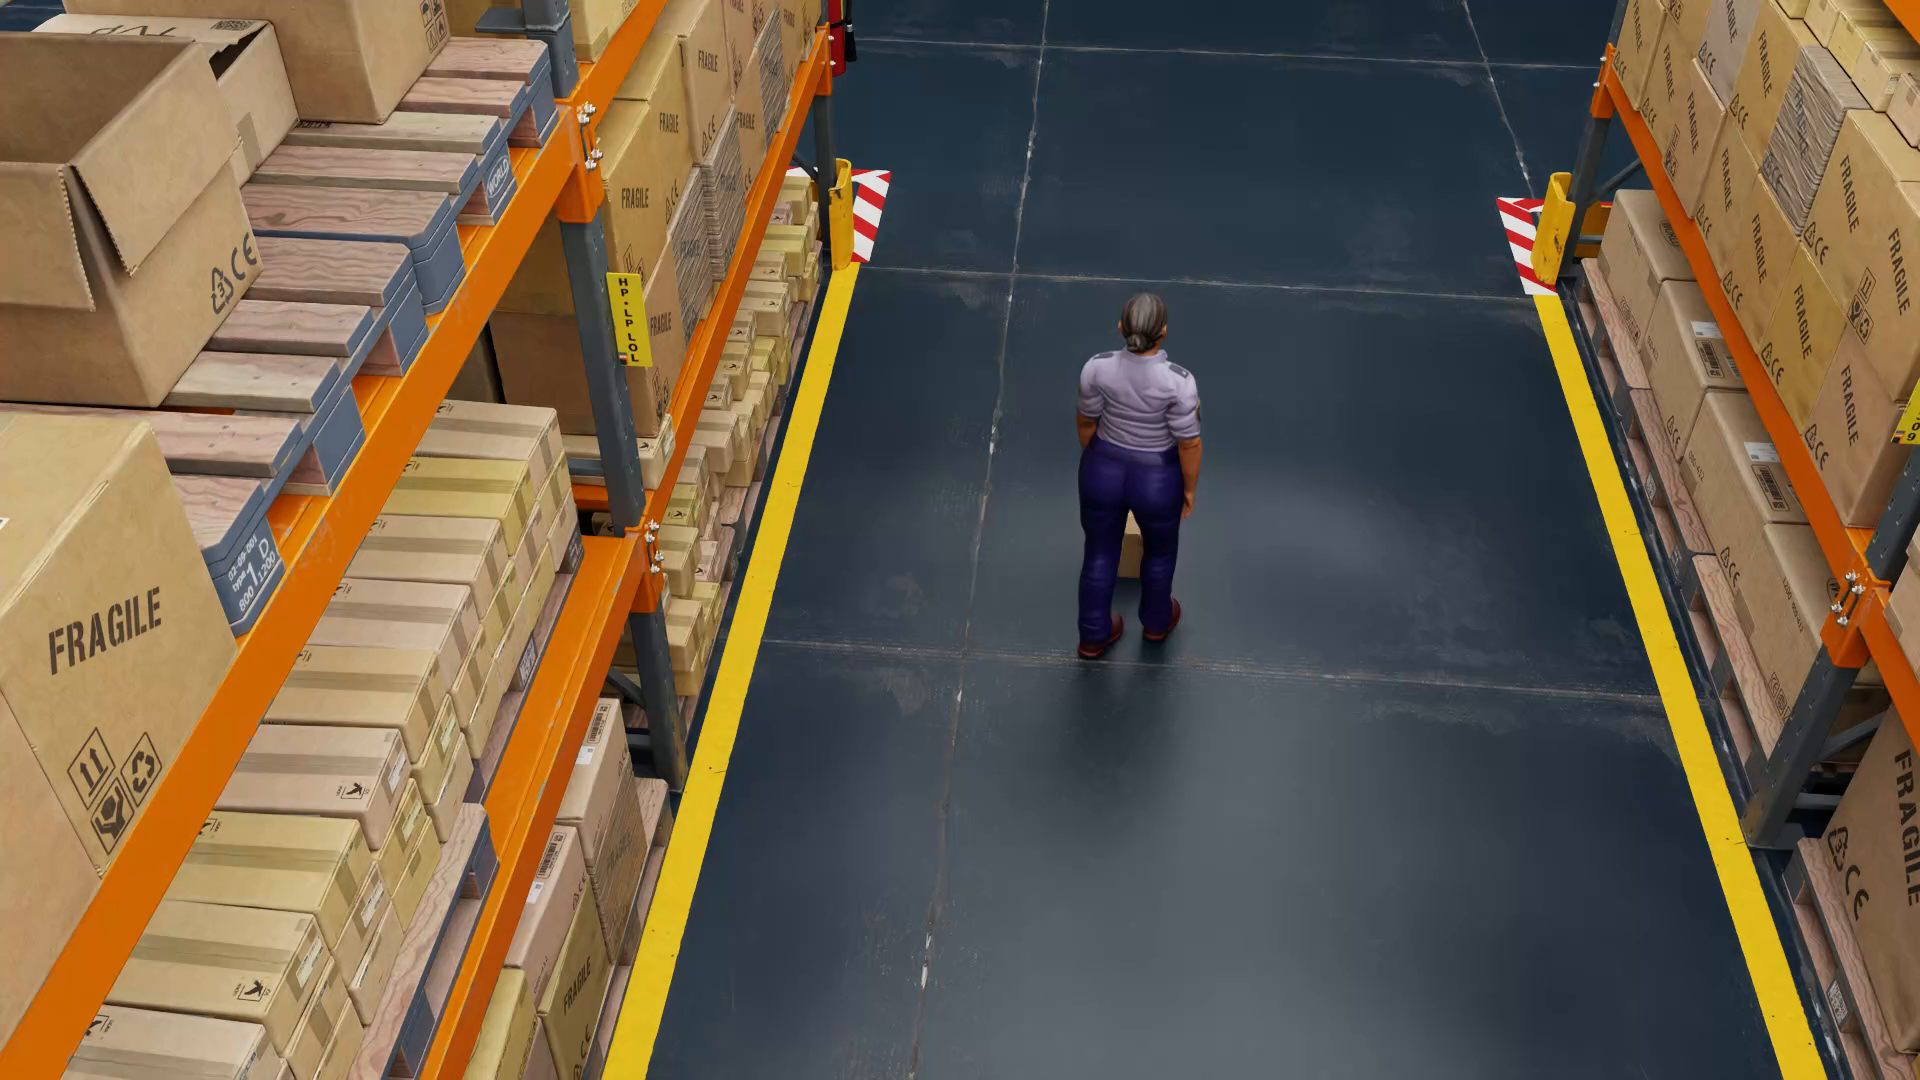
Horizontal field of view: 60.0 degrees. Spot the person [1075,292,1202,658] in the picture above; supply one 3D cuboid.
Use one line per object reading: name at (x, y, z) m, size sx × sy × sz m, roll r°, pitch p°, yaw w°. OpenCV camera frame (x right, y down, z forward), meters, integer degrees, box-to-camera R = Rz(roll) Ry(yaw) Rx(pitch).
person at (0.686, -0.248, 6.459) m, size 0.495 × 1.668 × 0.484 m, roll 12°, pitch 42°, yaw 13°
